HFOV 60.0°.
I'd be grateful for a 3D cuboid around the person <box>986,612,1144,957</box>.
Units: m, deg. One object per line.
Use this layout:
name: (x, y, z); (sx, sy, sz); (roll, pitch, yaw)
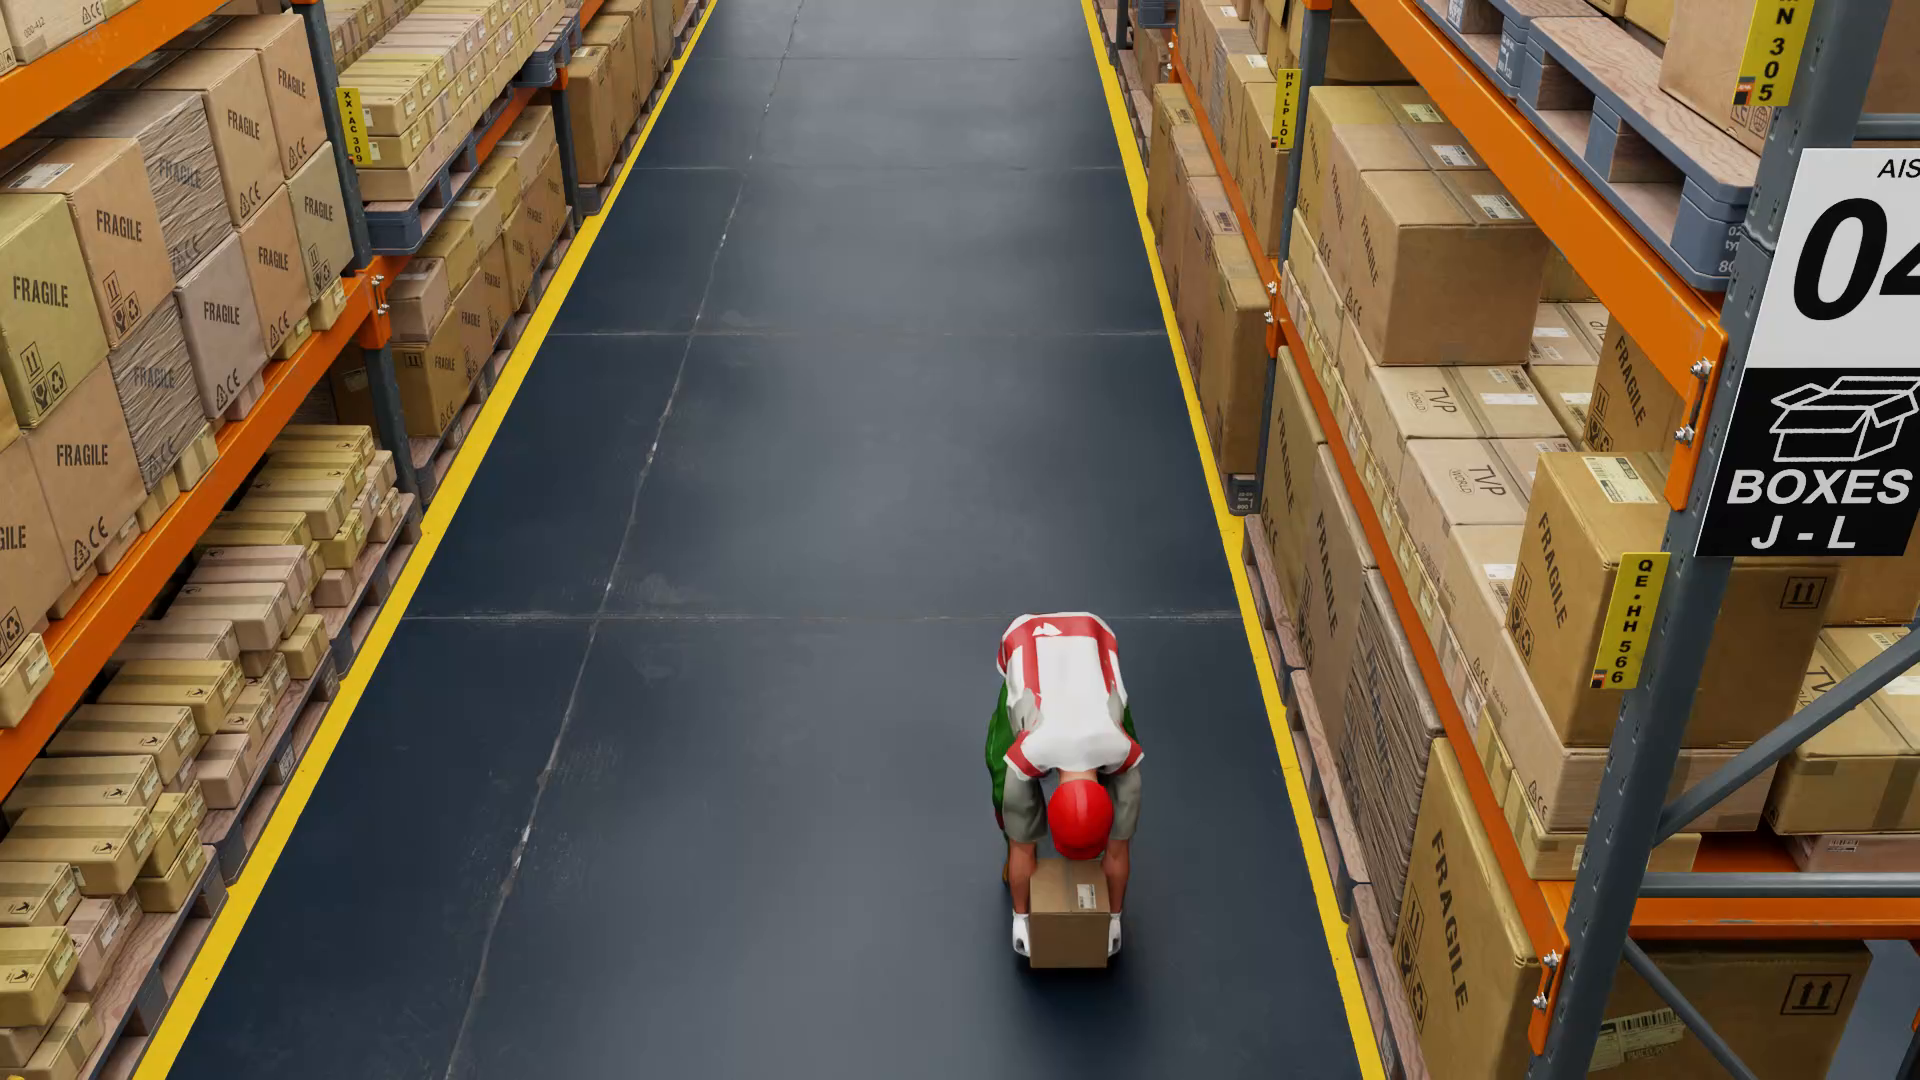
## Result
person: (3.640, -2.023, 10.203); (7.682, 0.997, 11.568); (-2, 31, -3)
